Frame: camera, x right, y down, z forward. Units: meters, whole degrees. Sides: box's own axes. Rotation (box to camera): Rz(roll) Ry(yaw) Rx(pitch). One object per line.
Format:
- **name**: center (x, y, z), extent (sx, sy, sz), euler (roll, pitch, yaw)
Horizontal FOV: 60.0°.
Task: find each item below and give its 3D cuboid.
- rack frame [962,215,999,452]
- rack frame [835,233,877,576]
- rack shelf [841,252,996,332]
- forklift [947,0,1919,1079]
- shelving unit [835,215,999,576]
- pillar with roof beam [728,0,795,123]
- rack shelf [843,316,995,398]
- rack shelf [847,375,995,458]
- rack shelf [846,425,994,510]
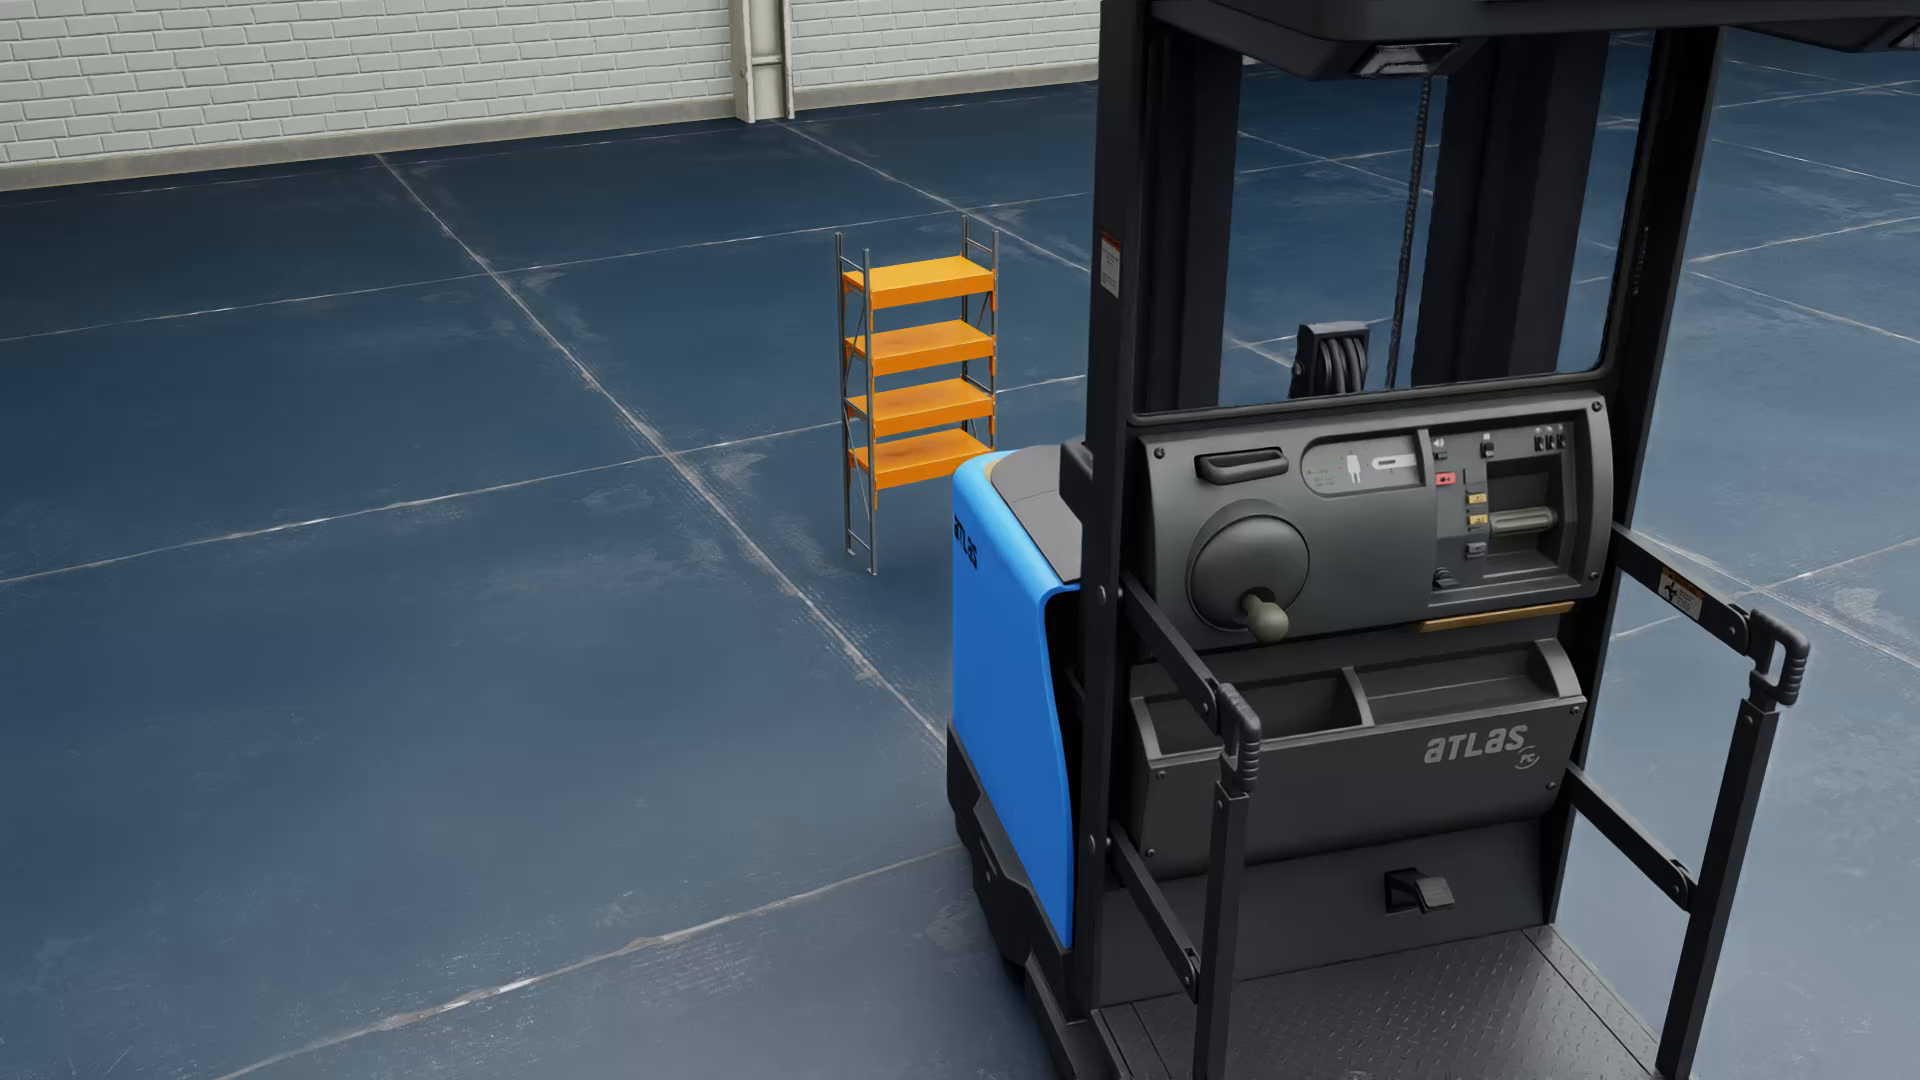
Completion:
- **rack frame**: center (0.069, -0.557, 6.024), extent (0.015, 1.200, 0.240), euler (-13, 29, -25)
- **rack frame**: center (-0.361, -0.457, 5.817), extent (0.015, 1.200, 0.240), euler (-13, 29, -25)
- **rack shelf**: center (-0.146, -0.861, 5.750), extent (0.480, 0.148, 0.258), euler (-13, 29, -25)
- **forklift**: center (0.841, -0.009, 2.882), extent (1.130, 2.935, 3.031), euler (-7, 26, -14)
- **shelving unit**: center (-0.146, -0.507, 5.920), extent (0.503, 1.200, 0.258), euler (-13, 29, -25)
- **pillar with roof beam**: center (0.464, -5.793, 7.919), extent (0.400, 9.000, 9.100), euler (-13, 29, -25)
- **rack shelf**: center (-0.146, -0.648, 5.852), extent (0.480, 0.148, 0.258), euler (-13, 29, -25)
- **rack shelf**: center (-0.146, -0.447, 5.949), extent (0.480, 0.148, 0.258), euler (-13, 29, -25)
- **rack shelf**: center (-0.146, -0.268, 6.035), extent (0.480, 0.148, 0.258), euler (-13, 29, -25)
